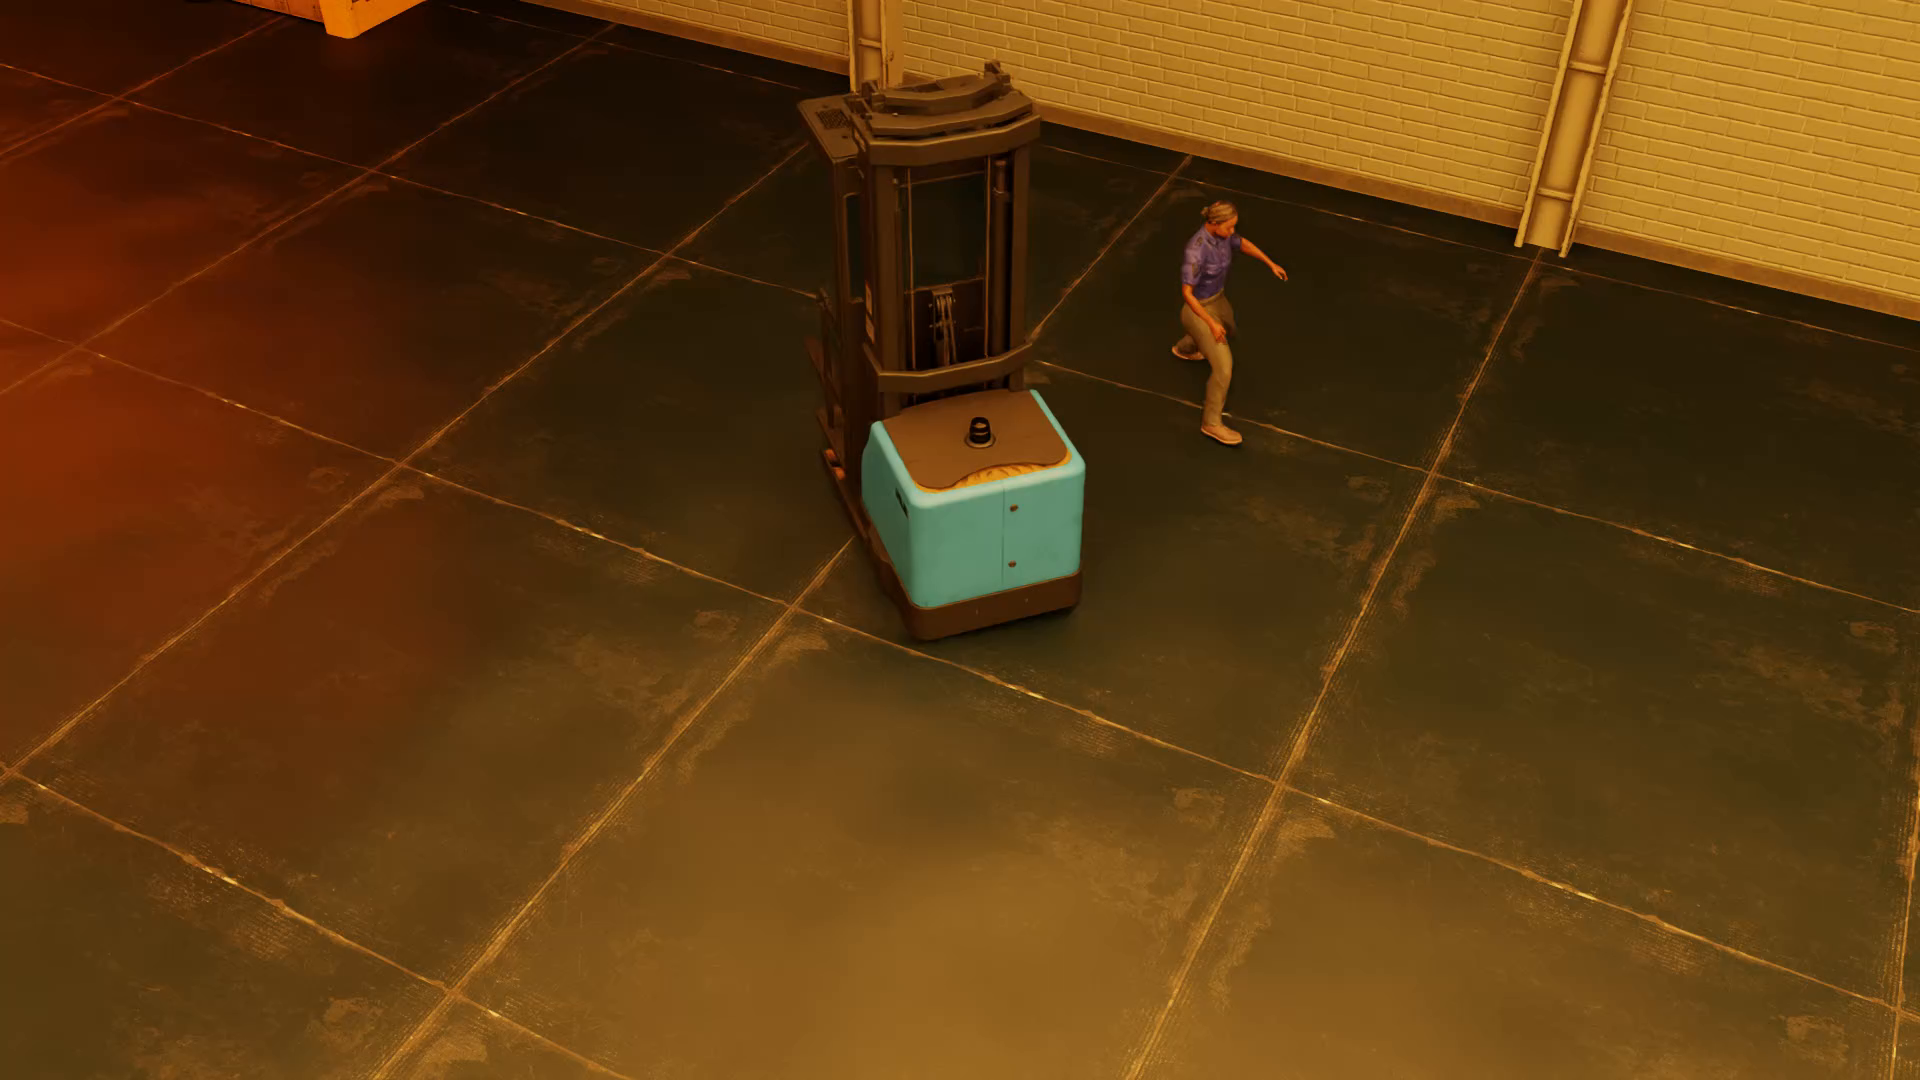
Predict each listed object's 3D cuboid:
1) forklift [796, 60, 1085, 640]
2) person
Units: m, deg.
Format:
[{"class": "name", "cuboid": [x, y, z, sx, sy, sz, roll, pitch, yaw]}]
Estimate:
[{"class": "forklift", "cuboid": [-0.262, -1.507, 9.776, 1.130, 2.935, 3.031, -13, 42, -15]}, {"class": "person", "cuboid": [1.718, -1.537, 10.982, 0.894, 1.531, 0.943, 24, 46, 25]}]
